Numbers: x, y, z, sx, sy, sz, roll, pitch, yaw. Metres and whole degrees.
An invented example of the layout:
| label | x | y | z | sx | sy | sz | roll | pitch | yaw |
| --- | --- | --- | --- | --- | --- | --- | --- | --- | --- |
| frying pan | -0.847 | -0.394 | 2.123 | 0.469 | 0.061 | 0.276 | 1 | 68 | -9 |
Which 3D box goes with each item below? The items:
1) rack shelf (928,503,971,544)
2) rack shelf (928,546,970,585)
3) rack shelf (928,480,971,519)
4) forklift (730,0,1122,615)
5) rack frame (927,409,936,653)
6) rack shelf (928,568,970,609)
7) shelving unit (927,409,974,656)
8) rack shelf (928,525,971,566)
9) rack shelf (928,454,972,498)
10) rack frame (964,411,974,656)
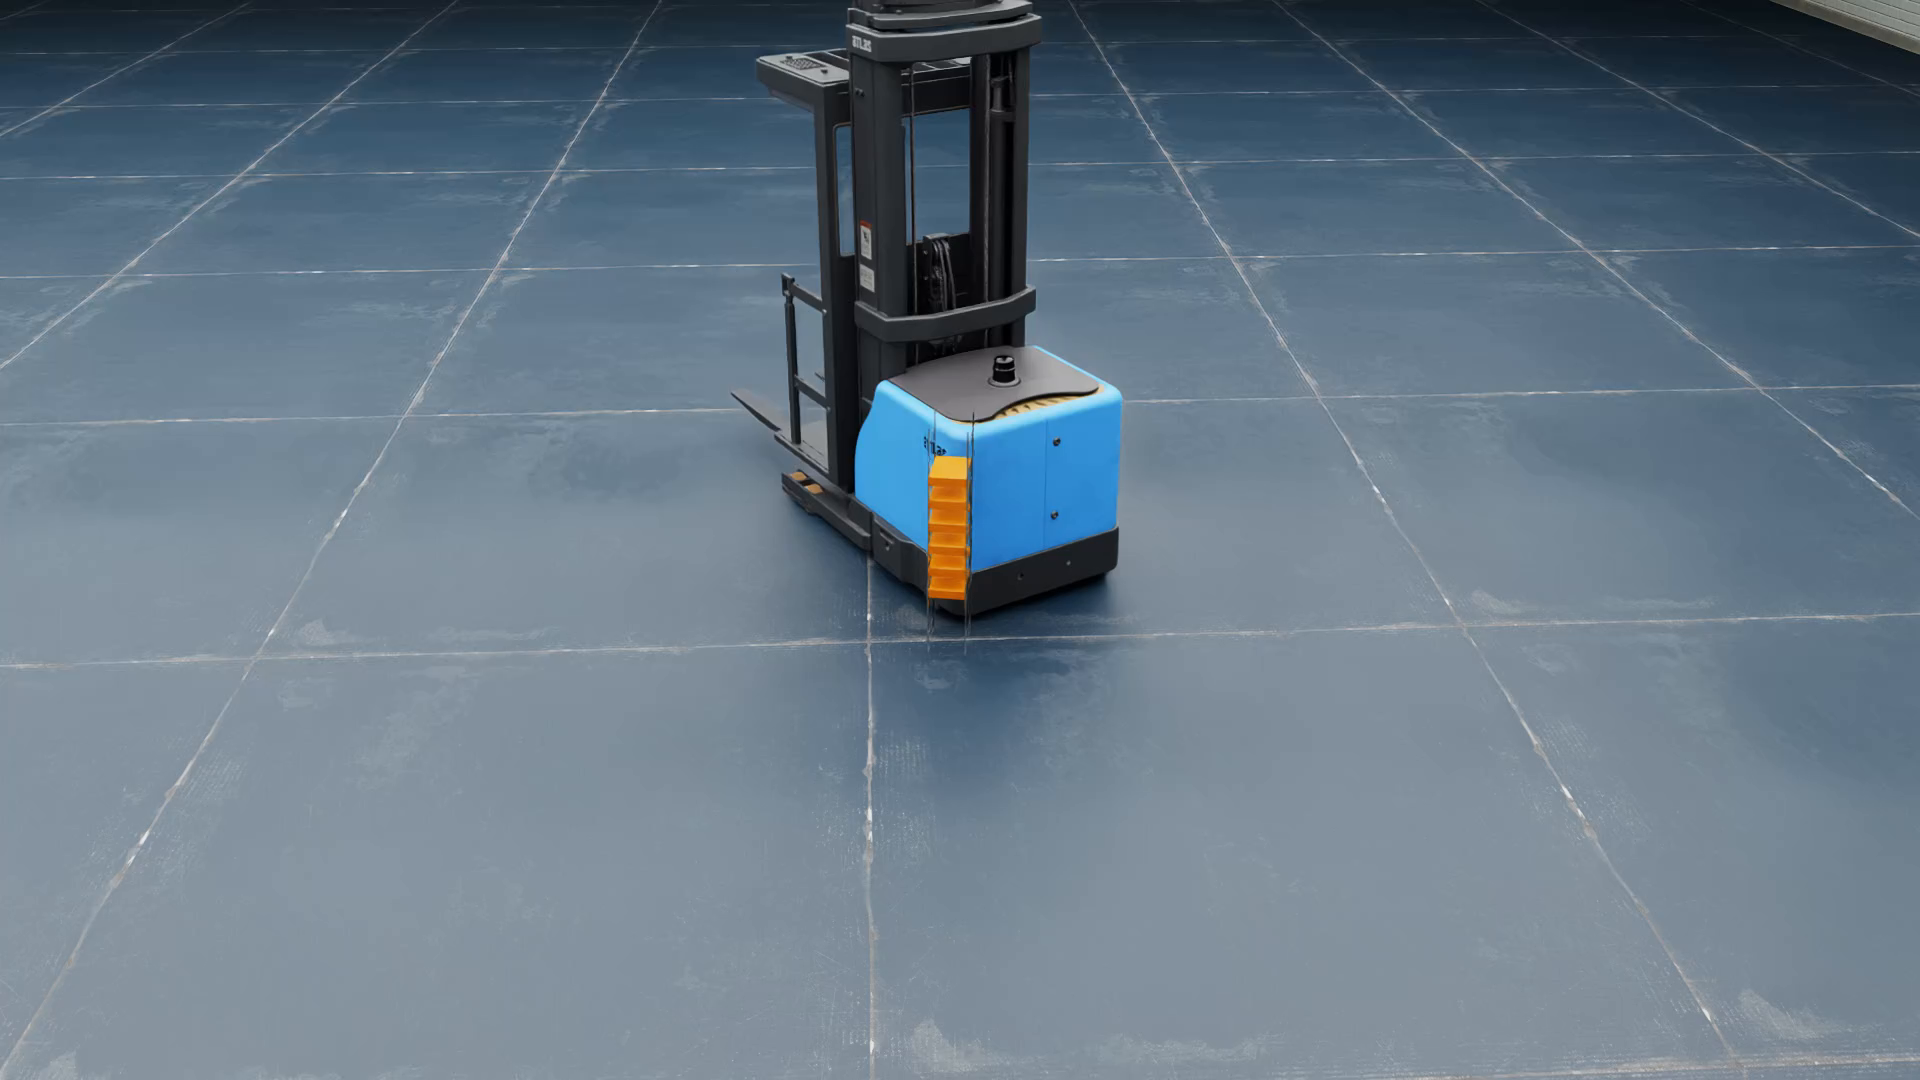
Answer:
| label | x | y | z | sx | sy | sz | roll | pitch | yaw |
| --- | --- | --- | --- | --- | --- | --- | --- | --- | --- |
| rack shelf | -0.047 | -0.091 | 7.961 | 0.180 | 0.103 | 0.258 | 4 | 28 | 6 |
| rack shelf | -0.049 | 0.122 | 8.072 | 0.180 | 0.103 | 0.258 | 4 | 28 | 6 |
| rack shelf | -0.045 | -0.197 | 7.905 | 0.180 | 0.103 | 0.258 | 4 | 28 | 6 |
| forklift | -0.379 | -1.558 | 9.067 | 1.130 | 2.935 | 3.031 | -16 | 32 | -28 |
| rack frame | -0.138 | -0.030 | 8.005 | 0.006 | 1.200 | 0.240 | 4 | 28 | 6 |
| rack shelf | -0.050 | 0.228 | 8.128 | 0.180 | 0.103 | 0.258 | 4 | 28 | 6 |
| shelving unit | -0.047 | -0.024 | 7.996 | 0.189 | 1.200 | 0.258 | 4 | 28 | 6 |
| rack shelf | -0.048 | 0.015 | 8.017 | 0.180 | 0.103 | 0.258 | 4 | 28 | 6 |
| rack shelf | -0.044 | -0.303 | 7.849 | 0.180 | 0.103 | 0.258 | 4 | 28 | 6 |
| rack frame | 0.044 | -0.018 | 7.987 | 0.006 | 1.200 | 0.240 | 4 | 28 | 6 |
